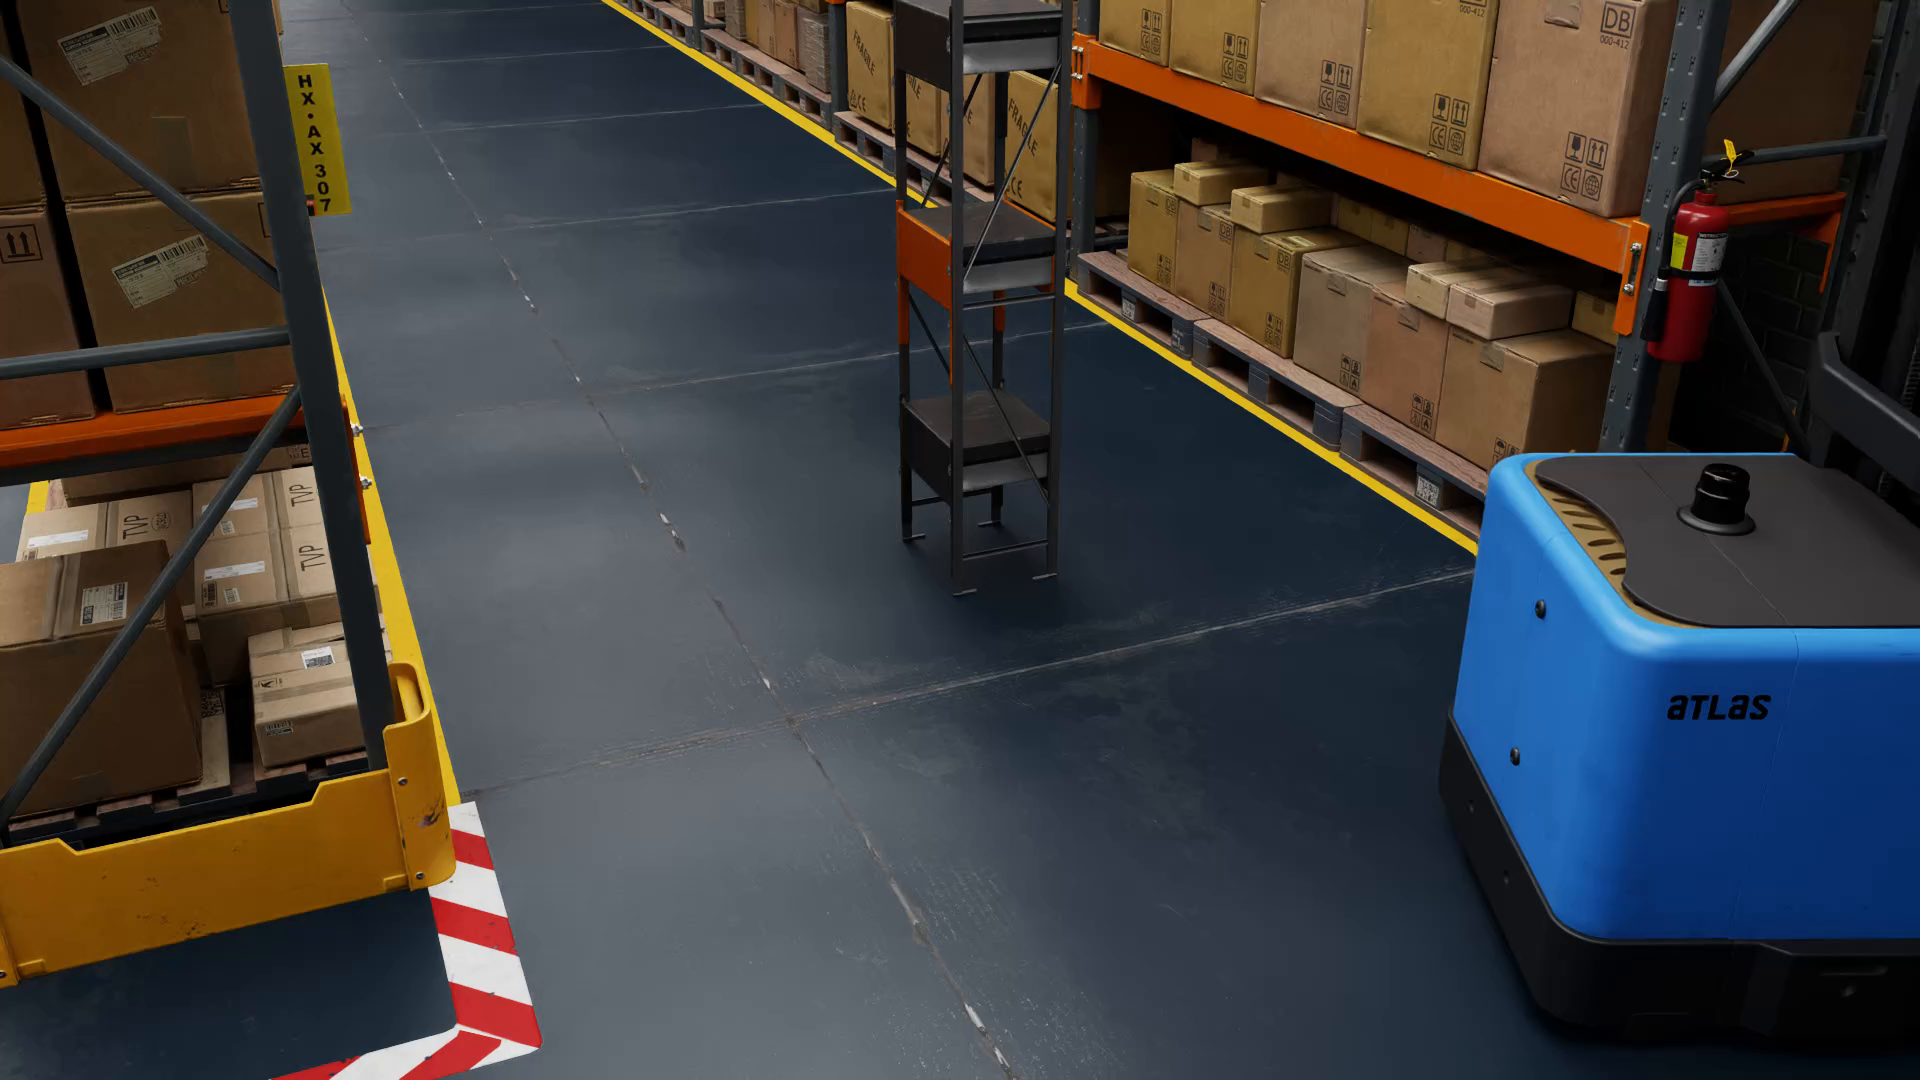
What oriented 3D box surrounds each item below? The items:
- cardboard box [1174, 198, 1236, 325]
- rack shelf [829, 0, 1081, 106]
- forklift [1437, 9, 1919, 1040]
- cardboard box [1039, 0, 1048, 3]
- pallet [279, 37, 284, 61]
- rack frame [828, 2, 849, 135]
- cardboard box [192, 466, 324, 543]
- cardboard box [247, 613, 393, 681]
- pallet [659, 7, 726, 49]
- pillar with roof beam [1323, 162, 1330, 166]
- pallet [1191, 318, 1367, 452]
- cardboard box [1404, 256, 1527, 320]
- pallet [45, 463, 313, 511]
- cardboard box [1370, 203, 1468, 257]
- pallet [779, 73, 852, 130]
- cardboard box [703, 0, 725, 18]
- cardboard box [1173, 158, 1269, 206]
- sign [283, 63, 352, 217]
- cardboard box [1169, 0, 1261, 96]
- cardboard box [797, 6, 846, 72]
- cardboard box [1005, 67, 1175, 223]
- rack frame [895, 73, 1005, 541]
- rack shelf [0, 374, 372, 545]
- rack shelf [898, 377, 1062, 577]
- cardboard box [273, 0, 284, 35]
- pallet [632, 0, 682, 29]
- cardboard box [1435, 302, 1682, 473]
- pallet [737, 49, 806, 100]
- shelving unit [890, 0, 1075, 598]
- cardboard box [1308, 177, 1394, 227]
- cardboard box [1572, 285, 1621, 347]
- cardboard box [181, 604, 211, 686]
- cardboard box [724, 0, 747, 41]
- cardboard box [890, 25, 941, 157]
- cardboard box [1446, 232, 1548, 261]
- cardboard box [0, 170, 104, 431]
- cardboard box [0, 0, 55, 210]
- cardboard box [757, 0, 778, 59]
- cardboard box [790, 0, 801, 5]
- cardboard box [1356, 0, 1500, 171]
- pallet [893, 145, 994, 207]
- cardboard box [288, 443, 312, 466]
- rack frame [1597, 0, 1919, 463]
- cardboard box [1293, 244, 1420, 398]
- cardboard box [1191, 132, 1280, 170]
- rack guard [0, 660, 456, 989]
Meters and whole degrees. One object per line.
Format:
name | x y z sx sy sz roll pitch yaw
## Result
cardboard box | 1.480 -1.396 8.062 0.700 0.500 0.500 -11 28 -21
rack shelf | 0.305 -3.338 10.488 1.077 0.370 4.000 -11 28 -21
forklift | 2.854 -0.372 3.672 3.031 2.935 1.130 0 26 0
cardboard box | 0.574 -2.936 9.107 0.380 0.149 0.250 -10 28 -20
pallet | -3.681 -2.256 7.671 1.003 0.211 1.213 -11 28 -21
rack frame | -0.479 -4.469 11.984 1.000 3.000 0.127 -11 28 -21
cardboard box | -2.246 -0.021 5.506 0.500 0.250 0.500 -11 28 -21
cardboard box | -1.848 0.360 4.822 0.380 0.166 0.250 -11 28 -21
pallet | -2.341 -5.096 16.446 1.003 0.211 1.213 -11 28 -21
pillar with roof beam | -1.803 -4.676 5.571 9.100 9.000 0.400 -11 28 -21
pallet | 1.795 -0.787 7.622 1.003 0.211 1.213 -11 28 -21
cardboard box | 1.970 -0.985 6.480 0.380 0.149 0.250 -10 28 -19
pallet | -2.719 0.023 5.963 1.003 0.211 1.213 -11 28 -21
cardboard box | 2.023 -1.357 7.241 0.380 0.149 0.250 -10 28 -20
pallet | -0.783 -3.531 13.242 1.003 0.211 1.213 -11 28 -21
cardboard box | -2.282 -5.219 16.248 0.380 0.166 0.250 -15 30 -27
cardboard box | 1.253 -1.722 7.989 0.380 0.149 0.250 -10 28 -19
sign | -1.403 -0.869 3.624 0.100 0.325 0.005 -11 28 -21
cardboard box | 1.566 -2.471 7.551 0.980 0.700 0.700 -11 28 -22
cardboard box | -0.903 -4.053 13.479 0.700 0.500 0.500 -11 28 -21
cardboard box | 0.714 -2.317 9.548 0.750 0.750 0.750 -10 28 -20
rack frame | -0.031 -0.975 5.854 0.400 2.100 0.015 -11 28 -21
rack shelf | -2.685 -0.871 5.434 1.077 0.370 4.000 -11 28 -21
rack shelf | 0.065 -0.235 5.966 0.431 0.518 0.480 -11 28 -21
cardboard box | -3.448 -2.465 7.286 0.700 0.500 0.500 -22 34 -37
pallet | -2.822 -5.589 17.456 1.003 0.211 1.213 -11 28 -21
cardboard box | 2.288 -0.570 6.369 0.700 0.500 0.500 -11 28 -21
pallet | -1.257 -4.023 14.249 1.003 0.211 1.213 -11 28 -21
shelving unit | 0.065 -0.877 5.652 0.431 2.100 0.503 -11 28 -21
cardboard box | 1.822 -1.563 7.664 0.380 0.149 0.250 -10 28 -20
cardboard box | 2.521 -0.845 6.194 0.380 0.149 0.250 -10 28 -20
cardboard box | -2.418 0.333 4.877 0.380 0.166 0.250 -11 28 -21
cardboard box | -1.741 -4.864 15.140 0.700 0.500 0.500 -10 28 -19
cardboard box | 0.026 -3.017 10.982 0.750 0.750 0.750 -11 28 -21
cardboard box | 2.225 -1.151 6.819 0.380 0.149 0.250 -10 28 -20
cardboard box | -2.328 -0.565 3.875 0.500 0.500 0.500 -10 28 -19
cardboard box | -2.329 -1.013 3.653 0.500 0.500 0.500 -11 28 -21
cardboard box | -1.330 -4.451 14.295 0.700 0.500 0.500 -10 28 -20
cardboard box | -1.180 -4.610 13.765 0.500 0.250 0.500 -11 28 -21
cardboard box | 2.150 -1.870 6.319 0.980 0.700 0.700 -11 28 -21
pallet | 0.235 -2.393 10.910 1.003 0.211 1.213 -11 28 -21
cardboard box | -2.691 -0.507 6.432 0.500 0.311 0.500 -11 28 -21
rack frame | 2.654 -1.239 5.369 1.000 3.000 0.127 -11 28 -21
cardboard box | 1.895 -0.975 7.198 0.700 0.500 0.500 -12 28 -22
cardboard box | 1.412 -1.984 8.526 0.380 0.149 0.250 -11 28 -21
rack guard | -1.932 0.706 4.234 1.175 0.500 0.348 -11 28 -21
